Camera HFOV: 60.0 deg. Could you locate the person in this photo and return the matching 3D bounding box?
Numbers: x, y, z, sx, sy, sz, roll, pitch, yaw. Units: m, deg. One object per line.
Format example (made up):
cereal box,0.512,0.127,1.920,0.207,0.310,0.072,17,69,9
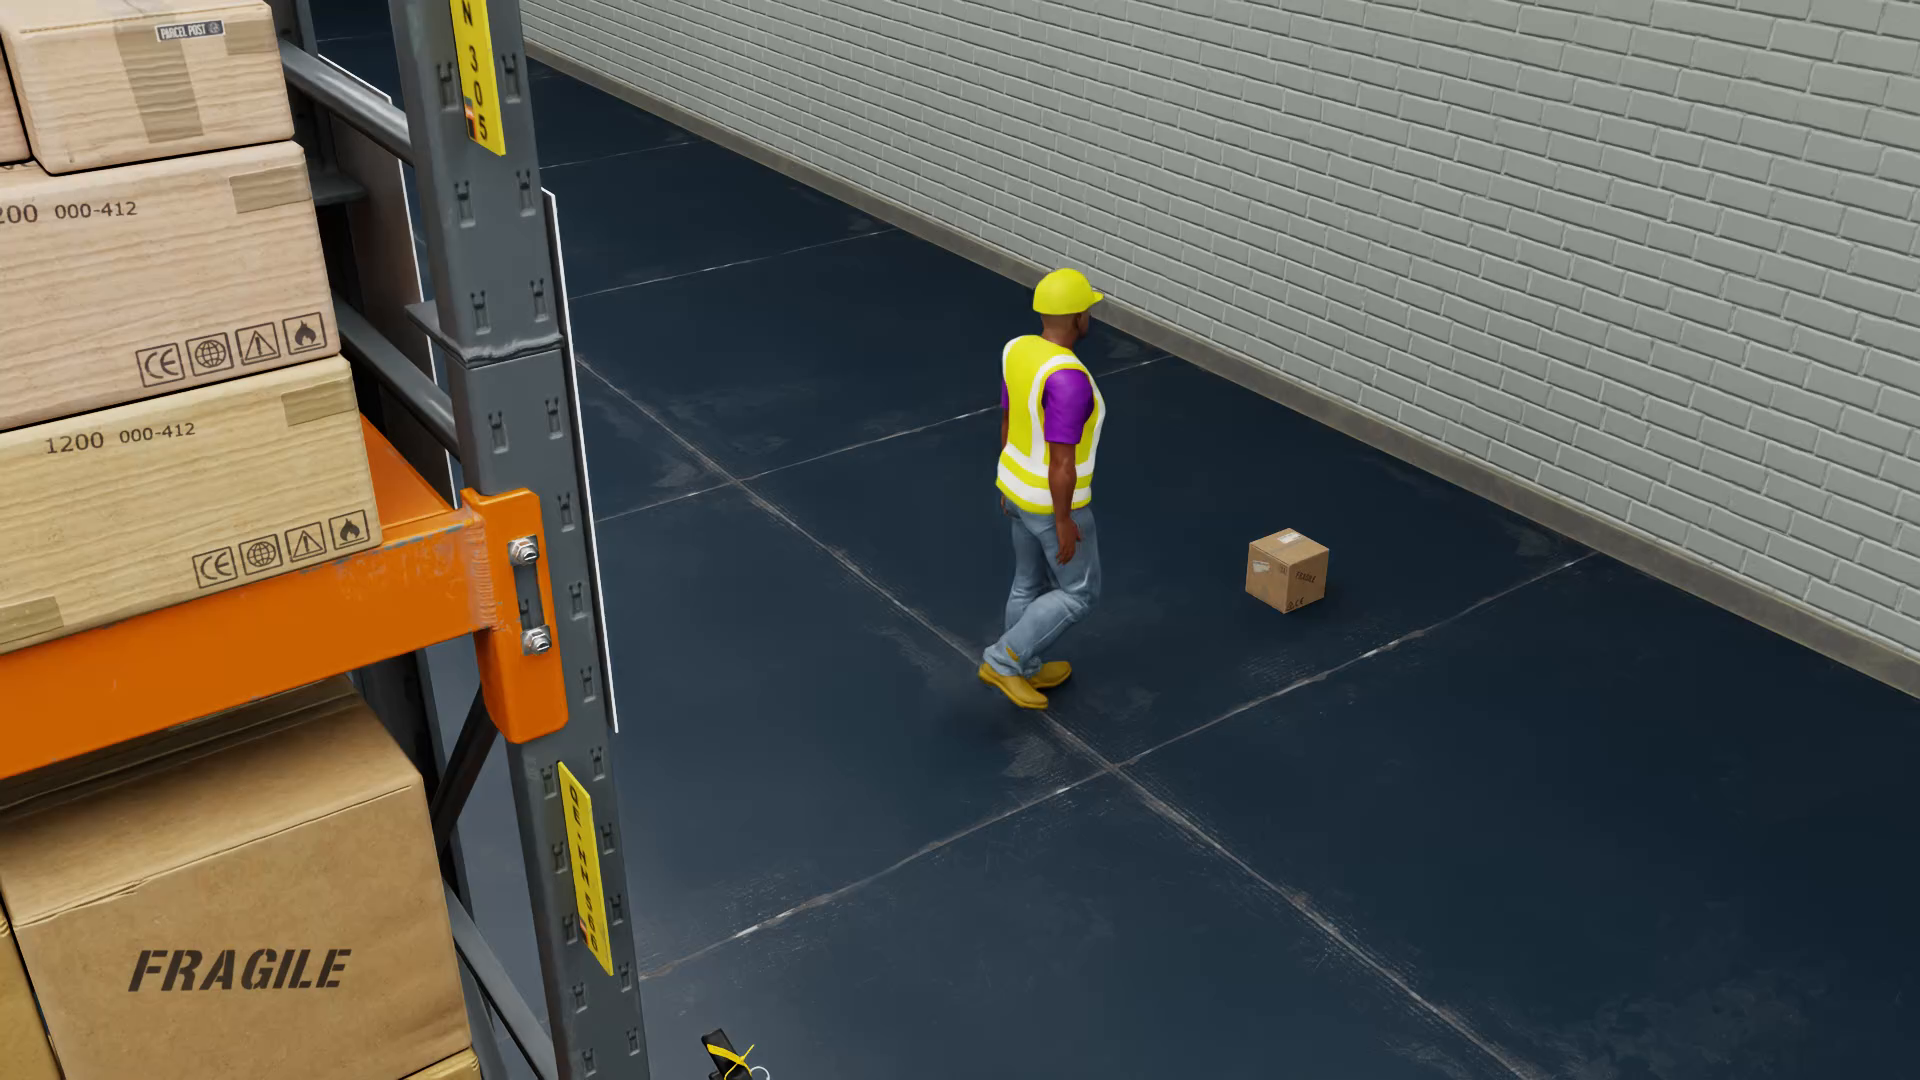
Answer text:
person,0.291,-0.165,6.396,0.566,1.760,0.614,-11,30,-20
